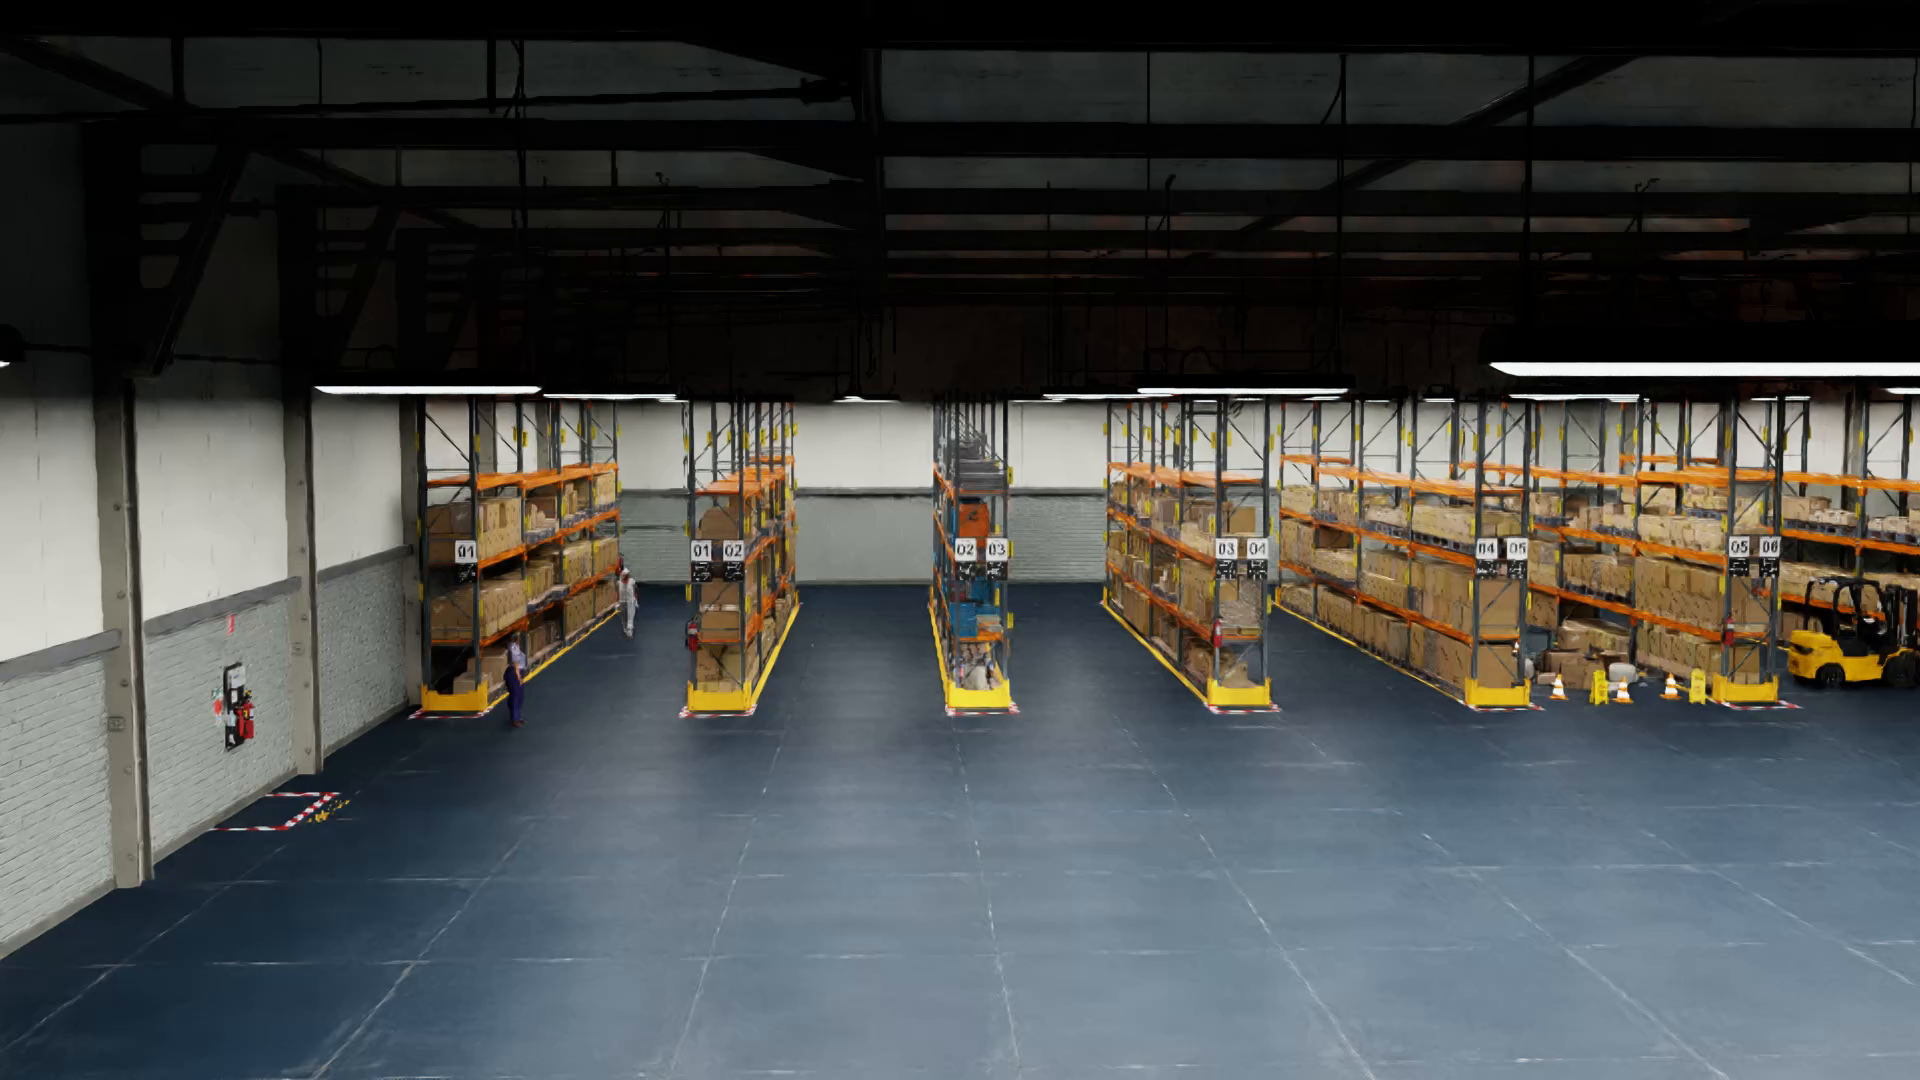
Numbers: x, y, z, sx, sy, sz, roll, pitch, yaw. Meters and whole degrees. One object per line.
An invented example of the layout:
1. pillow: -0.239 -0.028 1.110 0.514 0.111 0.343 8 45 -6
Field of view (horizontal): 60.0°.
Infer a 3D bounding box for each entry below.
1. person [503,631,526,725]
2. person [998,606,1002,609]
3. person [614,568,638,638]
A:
1. person: -7.978 2.494 29.876 0.384 1.717 0.559 -3 5 -31
2. person: 0.877 1.069 46.149 0.544 1.766 0.685 0 5 5
3. person: -8.202 1.525 40.833 0.557 1.708 1.125 0 5 -4
